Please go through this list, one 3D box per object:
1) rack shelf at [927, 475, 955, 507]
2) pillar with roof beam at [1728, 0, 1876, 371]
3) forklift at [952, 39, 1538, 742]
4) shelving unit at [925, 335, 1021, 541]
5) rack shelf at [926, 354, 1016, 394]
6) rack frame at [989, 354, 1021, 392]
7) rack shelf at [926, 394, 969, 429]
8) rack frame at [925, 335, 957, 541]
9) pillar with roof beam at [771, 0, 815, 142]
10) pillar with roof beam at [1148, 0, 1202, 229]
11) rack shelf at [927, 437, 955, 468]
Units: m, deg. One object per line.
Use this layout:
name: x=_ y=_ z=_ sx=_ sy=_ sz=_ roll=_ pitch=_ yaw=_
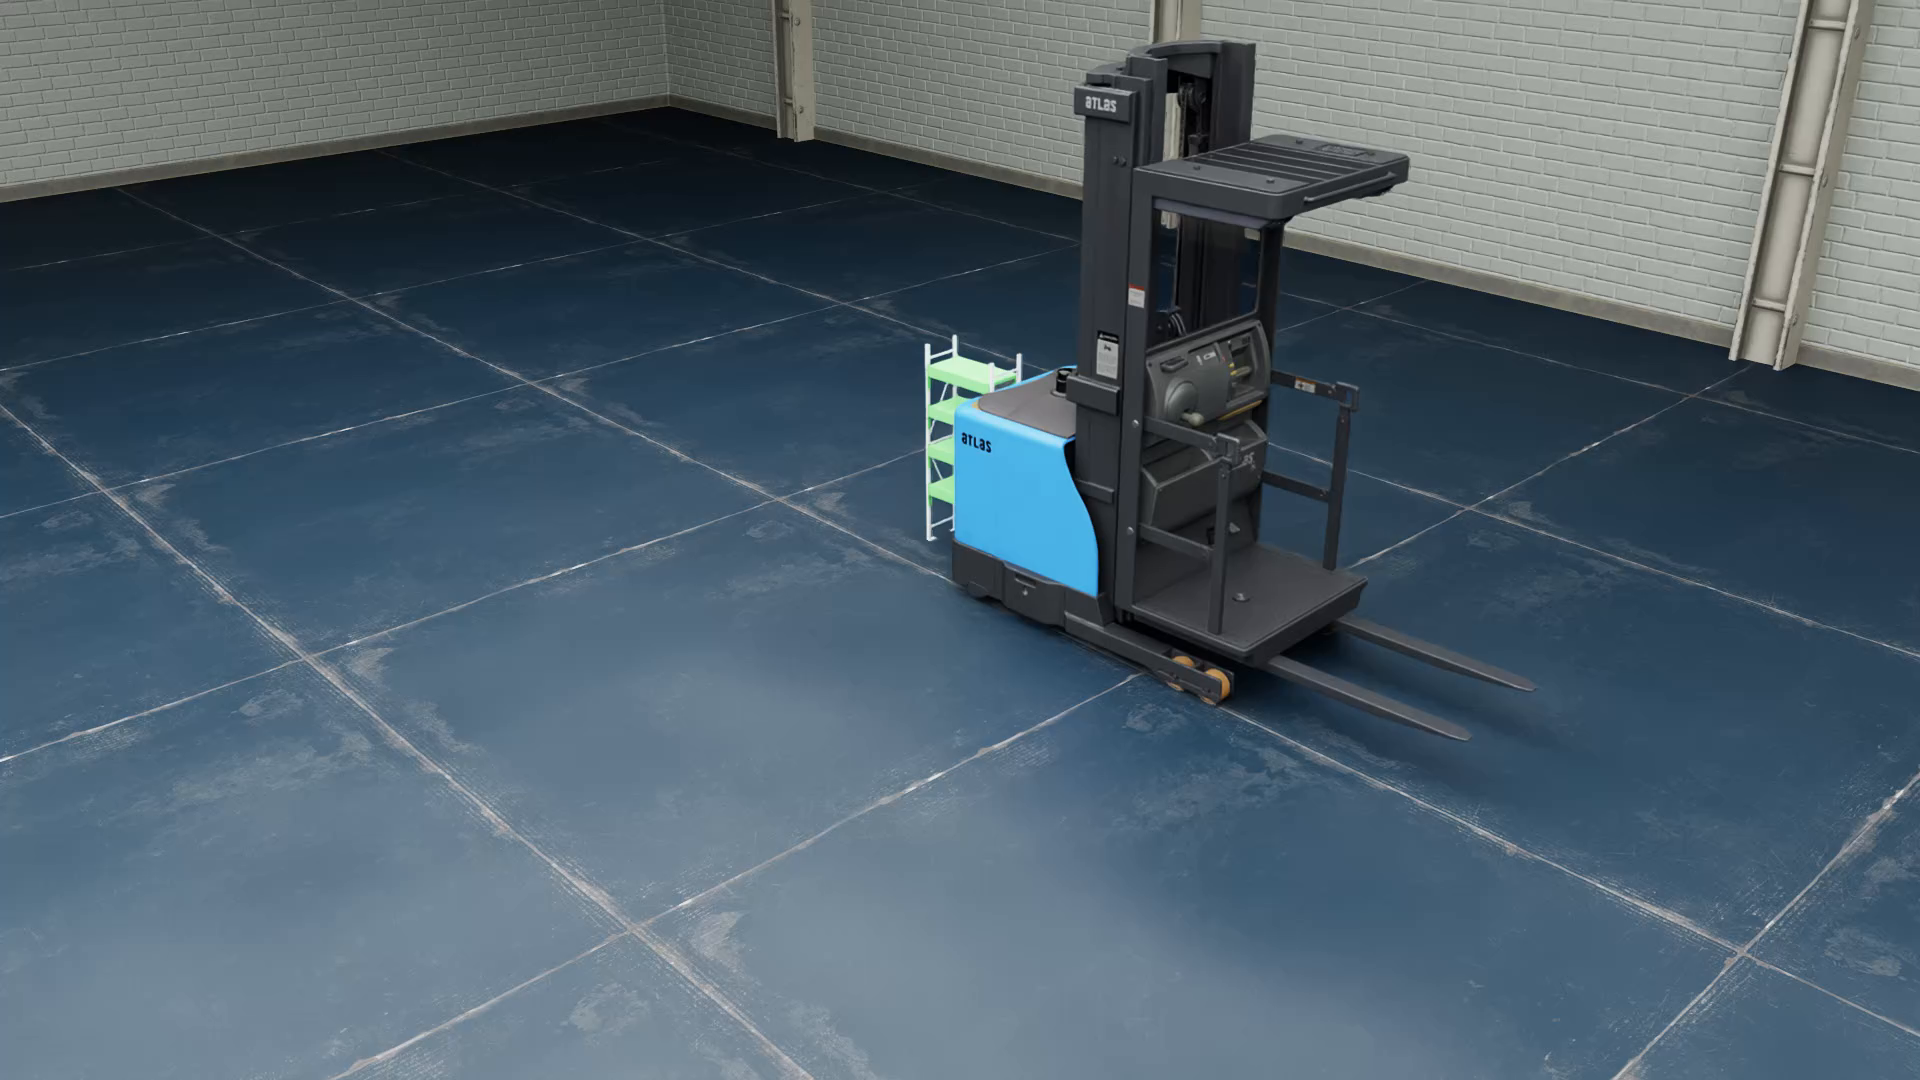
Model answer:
rack shelf: x=0.071 y=-0.230 z=9.541 sx=0.480 sy=0.148 sz=0.258 roll=22 pitch=32 yaw=39
pillar with roof beam: x=3.021 y=-4.252 z=8.229 sx=9.100 sy=9.000 sz=0.400 roll=-21 pitch=32 yaw=-38
forklift: x=1.364 y=-0.786 z=7.942 sx=3.031 sy=2.935 sz=1.130 roll=22 pitch=32 yaw=39
shelving unit: x=0.071 y=-0.506 z=9.415 sx=0.503 sy=1.200 sz=0.258 roll=22 pitch=32 yaw=39
rack shelf: x=0.071 y=-0.885 z=9.242 sx=0.480 sy=0.148 sz=0.258 roll=22 pitch=32 yaw=39
rack frame: x=0.247 y=-0.436 z=9.261 sx=0.015 sy=1.200 sz=0.240 roll=22 pitch=32 yaw=39
rack shelf: x=0.071 y=-0.667 z=9.341 sx=0.480 sy=0.148 sz=0.258 roll=22 pitch=32 yaw=39
rack frame: x=-0.106 y=-0.577 z=9.568 sx=0.015 sy=1.200 sz=0.240 roll=22 pitch=32 yaw=39
pillar with roof beam: x=-5.181 y=-7.888 z=16.198 sx=9.100 sy=9.000 sz=0.400 roll=-21 pitch=32 yaw=-38
pillar with roof beam: x=-1.080 y=-6.070 z=12.213 sx=9.100 sy=9.000 sz=0.400 roll=-21 pitch=32 yaw=-38
rack shelf: x=0.071 y=-0.448 z=9.441 sx=0.480 sy=0.148 sz=0.258 roll=22 pitch=32 yaw=39
